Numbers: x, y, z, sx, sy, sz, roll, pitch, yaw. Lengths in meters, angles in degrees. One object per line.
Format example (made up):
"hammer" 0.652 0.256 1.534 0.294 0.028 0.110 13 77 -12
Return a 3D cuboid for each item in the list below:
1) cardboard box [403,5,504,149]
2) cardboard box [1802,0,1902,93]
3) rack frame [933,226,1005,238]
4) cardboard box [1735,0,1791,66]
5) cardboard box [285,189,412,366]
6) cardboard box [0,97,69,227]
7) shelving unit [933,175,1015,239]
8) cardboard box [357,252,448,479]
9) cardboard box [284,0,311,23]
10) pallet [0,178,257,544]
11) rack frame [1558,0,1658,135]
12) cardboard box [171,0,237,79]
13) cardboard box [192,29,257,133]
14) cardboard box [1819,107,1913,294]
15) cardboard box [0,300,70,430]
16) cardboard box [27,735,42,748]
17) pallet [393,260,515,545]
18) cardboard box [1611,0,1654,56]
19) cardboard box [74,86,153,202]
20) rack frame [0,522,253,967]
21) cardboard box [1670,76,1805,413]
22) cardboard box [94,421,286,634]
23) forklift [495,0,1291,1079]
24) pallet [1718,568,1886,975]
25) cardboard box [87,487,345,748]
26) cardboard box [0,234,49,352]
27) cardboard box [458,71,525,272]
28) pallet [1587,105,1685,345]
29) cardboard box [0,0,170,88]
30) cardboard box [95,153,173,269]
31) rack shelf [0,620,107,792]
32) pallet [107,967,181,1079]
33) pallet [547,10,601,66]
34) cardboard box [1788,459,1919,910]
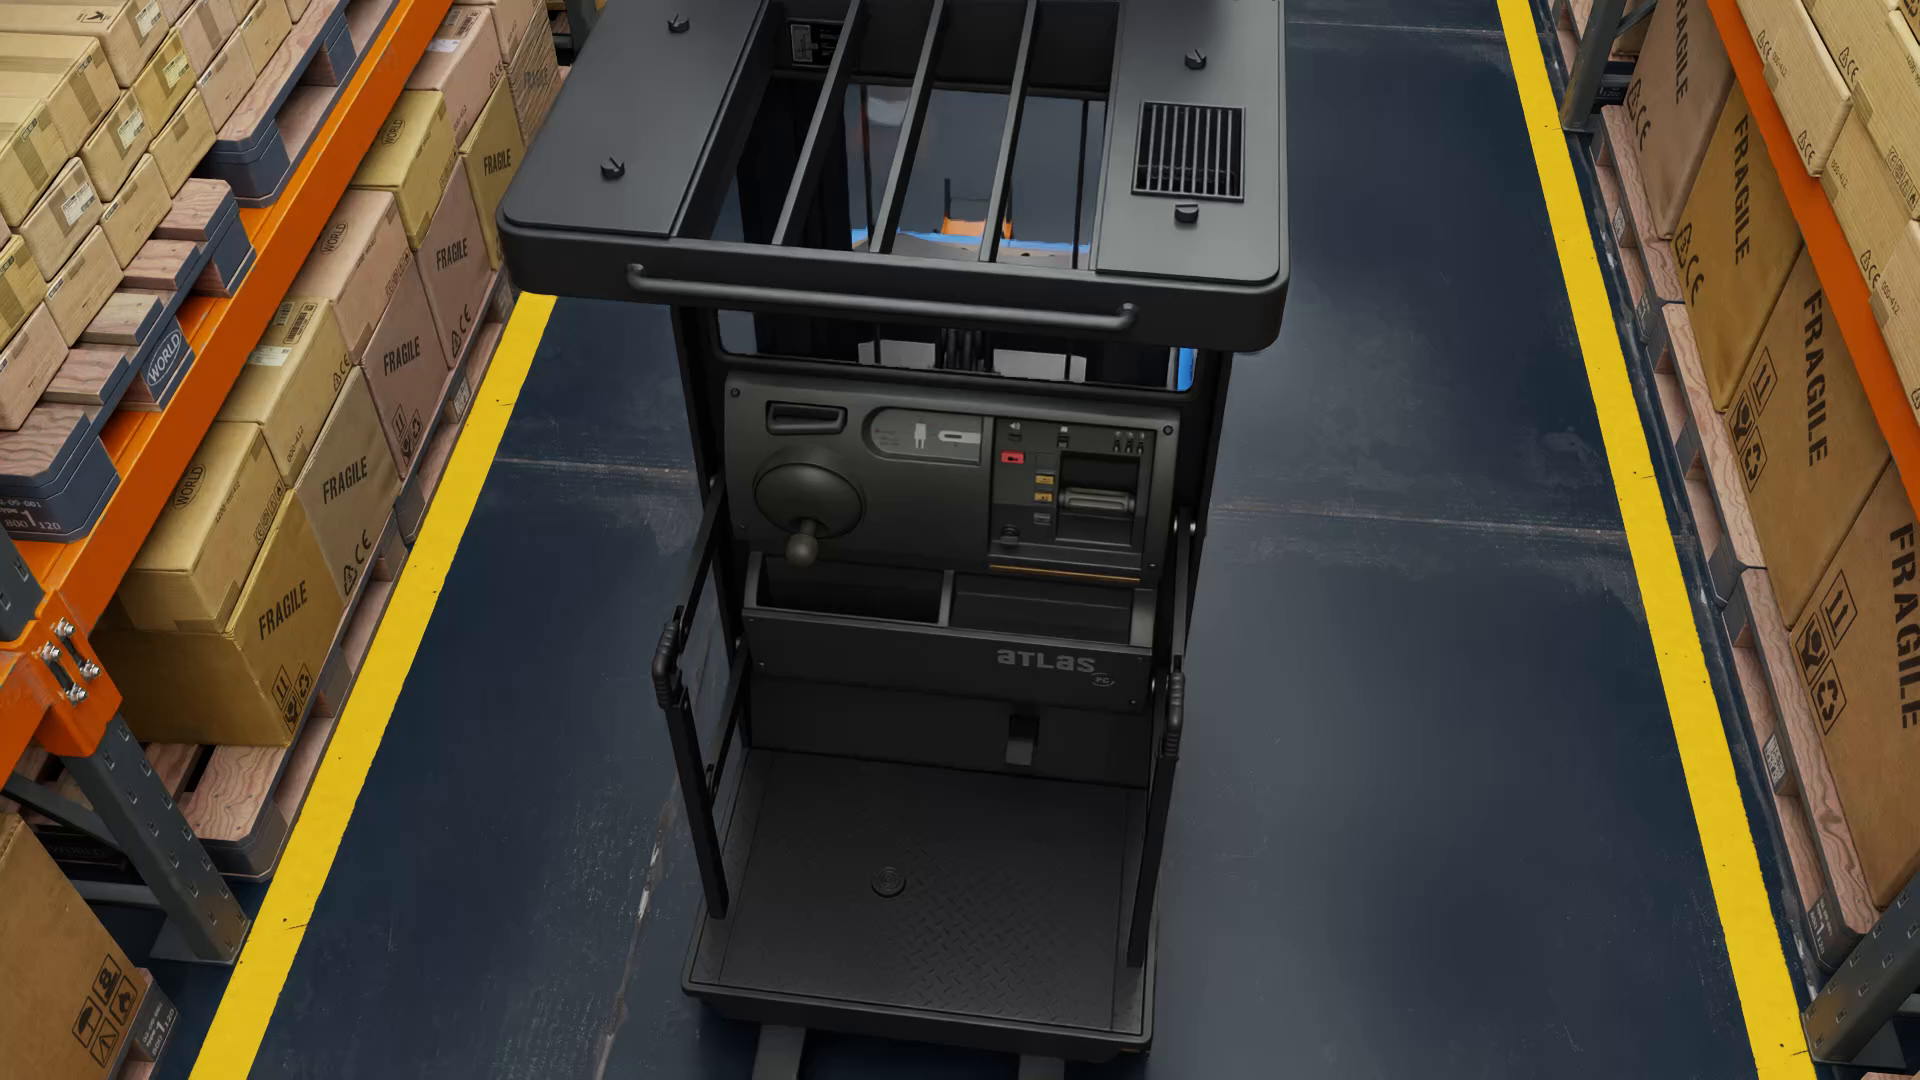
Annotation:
"cardboard box" -1.860 -1.550 5.536 0.500 0.250 0.500 6 48 5
"cardboard box" 2.498 -1.369 4.232 0.500 0.250 0.500 3 48 2
"rack frame" 0.025 -0.507 5.002 0.200 1.050 0.008 5 48 5
"cardboard box" 2.544 -1.569 4.754 0.500 0.250 0.500 4 48 3
"cardboard box" -1.940 -0.778 4.830 0.500 0.250 0.500 4 48 4
"cardboard box" -2.091 -0.783 3.415 0.380 0.149 0.250 3 48 2
"shelving unit" 0.040 -0.596 5.084 0.215 1.050 0.252 5 48 5
"cardboard box" -1.945 -0.548 5.128 0.500 0.500 0.500 3 48 3
"cardboard box" -1.962 -1.538 4.510 0.380 0.149 0.250 2 48 2
"pallet" -2.389 -0.467 3.774 1.213 0.211 1.003 4 48 4
"rack frame" 2.955 -2.681 5.670 1.000 3.000 0.127 4 48 4
"cardboard box" -2.014 -1.264 4.057 0.380 0.149 0.250 4 48 4
"cardboard box" -2.013 -1.162 4.166 0.380 0.149 0.250 5 48 5
"cardboard box" 2.471 -0.826 4.074 0.500 0.250 0.500 3 48 3
"cardboard box" -2.106 -0.373 3.444 0.380 0.149 0.250 3 48 3
"cardboard box" -2.548 0.200 4.444 0.500 0.500 0.500 4 48 3
"pallet" -2.162 -0.528 5.590 1.003 0.211 1.213 4 48 4
"cardboard box" 3.119 -2.412 6.875 0.875 0.438 0.875 3 48 3
"cardboard box" -2.060 -0.895 3.720 0.380 0.149 0.250 3 48 2
"rack frame" -2.348 -0.001 3.218 1.000 3.000 0.127 4 48 4
"cardboard box" 2.904 -0.981 5.269 0.875 0.875 0.875 5 48 5
"cardboard box" -2.044 -0.042 4.157 0.500 0.250 0.500 2 48 2
"forklift" -0.049 -0.016 3.278 1.130 2.935 3.031 5 48 5
"pallet" 2.738 0.625 4.535 1.003 0.211 1.213 4 48 4
"cardboard box" -2.030 0.199 4.445 0.500 0.500 0.500 2 48 2
"cardboard box" -2.104 -0.499 3.358 0.380 0.149 0.250 6 48 5
"cardboard box" -1.847 -1.300 5.816 0.500 0.500 0.500 3 48 3
"pallet" 2.960 -1.168 6.175 1.003 0.211 1.213 4 48 4
"cardboard box" -2.040 -1.157 3.758 0.380 0.149 0.250 2 48 2
"cardboard box" -2.058 -0.768 3.805 0.380 0.149 0.250 6 48 5
"rack shelf" -2.530 1.712 2.139 1.077 0.370 4.000 4 48 4
"pallet" -2.495 1.515 3.721 1.003 0.211 1.213 4 48 4
"pallet" -1.958 -2.495 7.389 1.003 0.211 1.213 4 48 4
"cardboard box" 2.736 0.331 4.069 0.875 0.875 0.875 3 48 3
